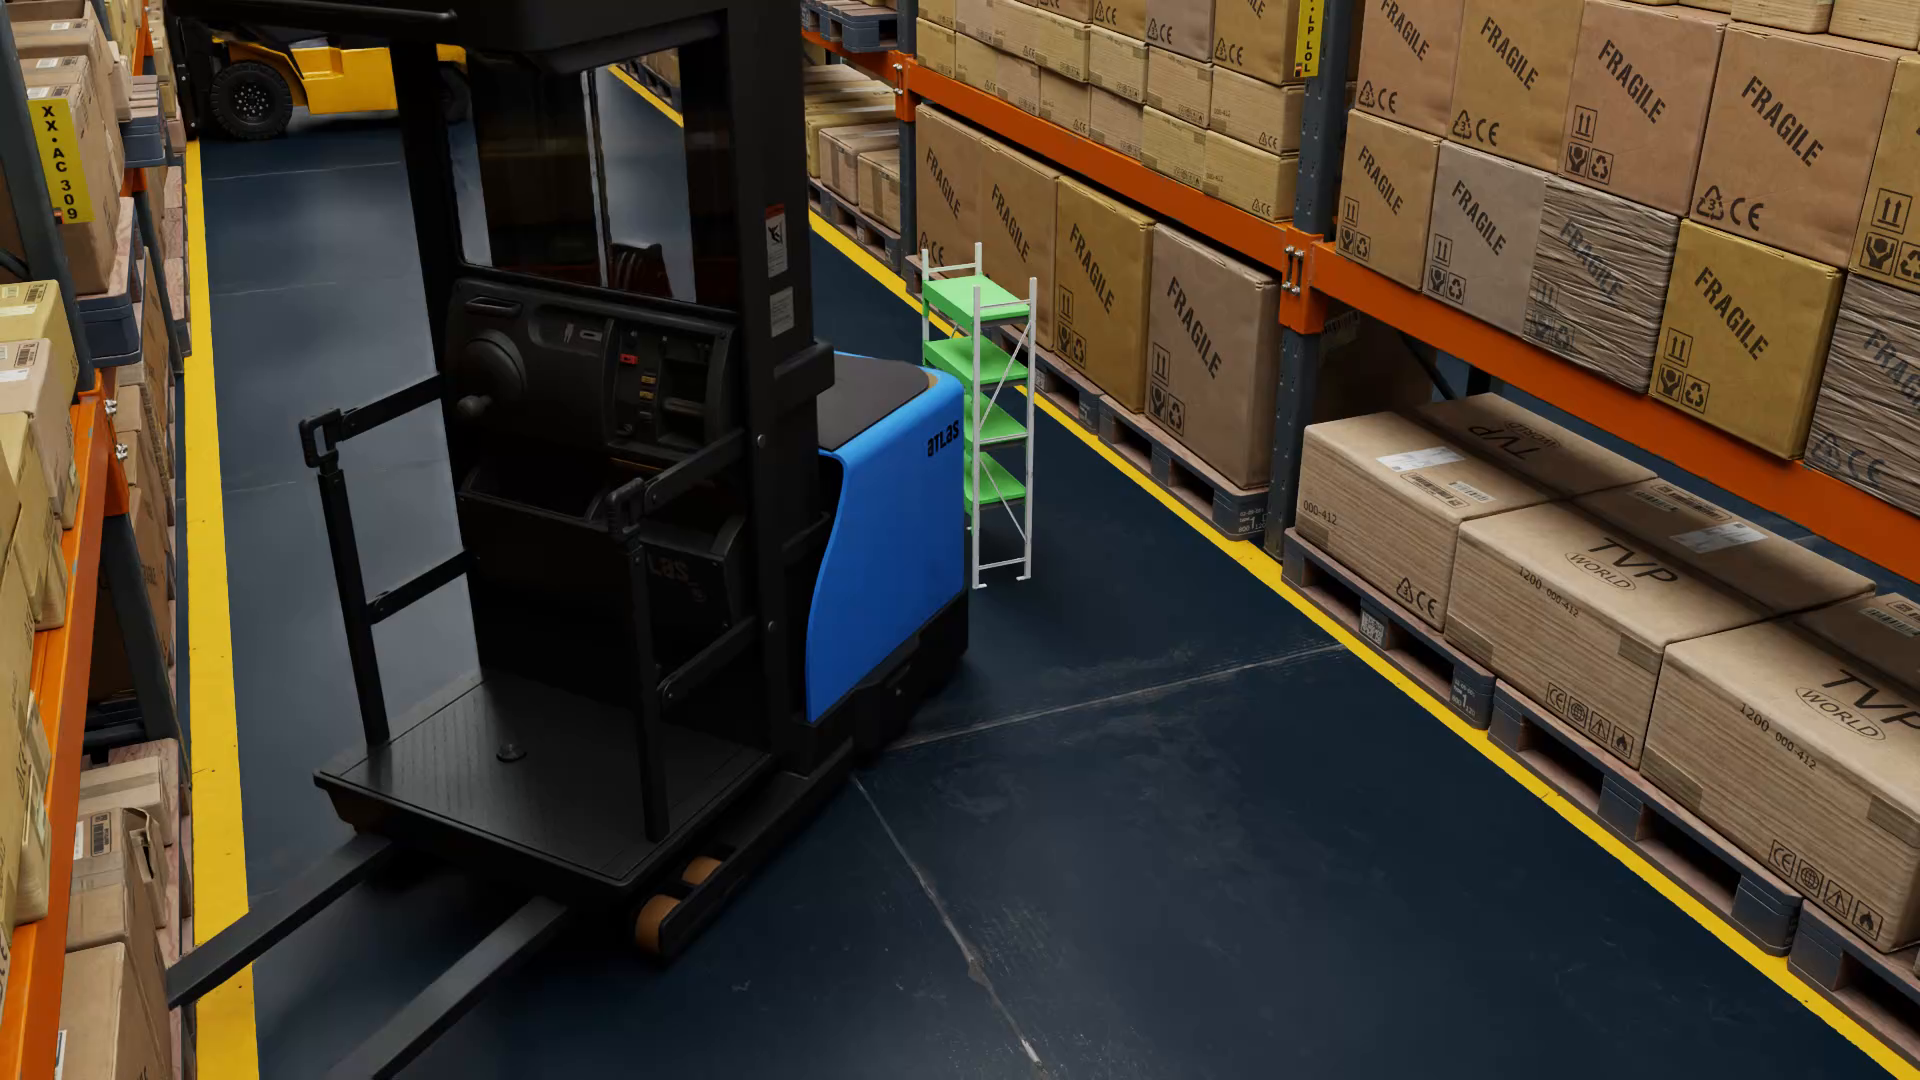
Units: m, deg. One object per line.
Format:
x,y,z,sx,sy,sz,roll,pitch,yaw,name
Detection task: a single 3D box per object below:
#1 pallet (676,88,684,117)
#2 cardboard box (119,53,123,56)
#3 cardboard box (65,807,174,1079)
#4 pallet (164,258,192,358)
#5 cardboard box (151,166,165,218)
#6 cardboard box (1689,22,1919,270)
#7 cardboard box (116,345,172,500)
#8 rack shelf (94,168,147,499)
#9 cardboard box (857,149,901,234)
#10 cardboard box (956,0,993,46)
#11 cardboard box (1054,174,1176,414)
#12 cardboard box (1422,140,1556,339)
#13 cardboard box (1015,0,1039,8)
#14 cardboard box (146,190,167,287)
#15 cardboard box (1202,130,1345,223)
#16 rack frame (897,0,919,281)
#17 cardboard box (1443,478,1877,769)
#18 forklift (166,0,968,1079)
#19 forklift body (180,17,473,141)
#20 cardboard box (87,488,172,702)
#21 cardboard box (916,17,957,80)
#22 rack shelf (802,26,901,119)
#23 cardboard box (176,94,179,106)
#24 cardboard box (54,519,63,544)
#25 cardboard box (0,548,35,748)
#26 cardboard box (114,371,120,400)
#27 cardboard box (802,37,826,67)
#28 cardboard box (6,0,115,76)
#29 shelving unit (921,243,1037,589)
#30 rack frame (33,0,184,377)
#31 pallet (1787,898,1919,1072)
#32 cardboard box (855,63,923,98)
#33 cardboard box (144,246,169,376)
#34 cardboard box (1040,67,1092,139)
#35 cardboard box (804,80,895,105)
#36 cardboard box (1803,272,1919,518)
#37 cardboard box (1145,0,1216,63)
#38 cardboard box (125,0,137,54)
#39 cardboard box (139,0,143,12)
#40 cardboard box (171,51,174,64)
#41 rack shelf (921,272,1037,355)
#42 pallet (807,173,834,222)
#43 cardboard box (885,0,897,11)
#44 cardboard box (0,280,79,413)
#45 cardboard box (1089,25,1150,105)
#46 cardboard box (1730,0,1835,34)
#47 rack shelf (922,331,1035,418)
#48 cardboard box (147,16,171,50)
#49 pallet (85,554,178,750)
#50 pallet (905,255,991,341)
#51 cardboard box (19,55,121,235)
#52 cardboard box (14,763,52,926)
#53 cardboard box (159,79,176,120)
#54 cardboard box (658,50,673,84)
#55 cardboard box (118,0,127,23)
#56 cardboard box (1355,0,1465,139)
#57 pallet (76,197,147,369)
-1.732,-3.607,13.897,1.003,0.211,1.213,-11,28,-21,pallet
-4.384,-2.279,8.171,0.500,0.250,0.500,-10,28,-20,cardboard box
-2.160,1.004,3.644,0.700,0.500,0.500,-12,28,-23,cardboard box
-4.722,-1.212,8.991,1.003,0.211,1.213,-11,28,-21,pallet
-5.490,-2.339,10.349,0.875,0.625,0.625,-11,28,-21,cardboard box
2.238,-1.008,4.142,0.500,0.500,0.500,-11,28,-21,cardboard box
-3.458,-0.436,6.595,0.500,0.500,0.500,-12,28,-22,cardboard box
-3.652,-0.995,6.189,1.077,0.370,4.000,-11,28,-21,rack shelf
-0.082,-2.218,10.390,0.950,0.372,0.625,-13,29,-24,cardboard box
0.303,-2.682,8.424,0.500,0.250,0.500,-10,28,-19,cardboard box
1.019,-1.199,7.730,0.875,0.875,0.875,-10,28,-19,cardboard box
1.833,-0.972,5.208,0.500,0.500,0.500,-10,28,-20,cardboard box
0.490,-2.823,7.860,0.500,0.500,0.500,-10,28,-19,cardboard box
-4.667,-1.502,8.634,0.875,0.625,0.625,-10,28,-19,cardboard box
1.289,-1.436,6.443,0.500,0.250,0.500,-11,28,-22,cardboard box
0.130,-2.980,9.435,1.000,3.000,0.127,-11,28,-21,rack frame
2.195,0.231,5.301,0.875,0.438,0.875,-11,28,-22,cardboard box
-1.103,-0.422,4.274,1.130,2.935,3.031,13,29,25,forklift
-5.147,-4.522,13.560,2.313,2.155,1.214,-11,28,-21,forklift body
-2.851,0.190,5.313,0.500,0.500,0.500,-9,28,-18,cardboard box
0.091,-2.672,8.975,0.500,0.250,0.500,-11,28,-21,cardboard box
-0.653,-3.464,11.246,1.077,0.370,4.000,-11,28,-21,rack shelf
-6.100,-3.148,12.434,0.500,0.250,0.500,-11,28,-22,cardboard box
-2.188,0.000,3.618,0.380,0.149,0.250,-10,28,-19,cardboard box
-1.851,0.198,2.758,0.500,0.250,0.500,-11,28,-22,cardboard box
-3.334,-0.575,6.139,0.380,0.149,0.250,-10,28,-19,cardboard box
-1.419,-4.170,13.672,0.500,0.500,0.500,-9,27,-18,cardboard box
-3.626,-1.734,6.286,0.797,0.503,0.637,-11,28,-22,cardboard box
0.065,-0.472,6.350,0.258,1.200,0.503,-11,28,-21,shelving unit
-4.435,-2.126,7.685,1.000,3.000,0.127,-11,28,-21,rack frame
2.878,1.193,4.066,1.003,0.211,1.213,-11,28,-21,pallet
-0.604,-4.139,14.655,0.500,0.500,0.500,8,27,15,cardboard box
-4.072,-1.057,7.867,0.500,0.500,0.500,-10,28,-19,cardboard box
0.704,-2.056,7.714,0.500,0.250,0.500,-11,28,-21,cardboard box
-0.944,-3.102,12.201,0.950,0.372,0.625,-9,27,-17,cardboard box
2.438,-0.356,3.946,0.500,0.500,0.500,-10,28,-19,cardboard box
1.081,-2.204,6.592,0.500,0.500,0.500,-10,28,-20,cardboard box
-4.986,-2.900,9.441,0.500,0.250,0.500,-10,28,-19,cardboard box
-5.564,-3.515,10.701,0.500,0.250,0.500,-10,28,-19,cardboard box
-6.490,-3.779,13.156,0.500,0.250,0.500,-11,28,-21,cardboard box
0.065,-0.846,6.167,0.258,0.148,0.480,-11,28,-21,rack shelf
-0.648,-2.535,11.701,1.003,0.211,1.213,-11,28,-21,pallet
-0.215,-3.148,9.586,0.380,0.149,0.250,-10,28,-19,cardboard box
-2.445,-0.414,4.010,0.500,0.250,0.500,-10,28,-19,cardboard box
0.889,-2.067,7.167,0.500,0.250,0.500,-10,28,-19,cardboard box
2.161,-1.361,4.126,0.380,0.149,0.250,-10,28,-20,cardboard box
0.065,-0.631,6.273,0.258,0.148,0.480,-11,28,-21,rack shelf
-6.299,-3.799,12.628,0.500,0.250,0.500,-10,28,-19,cardboard box
-3.222,0.420,5.649,1.003,0.211,1.213,-11,28,-21,pallet
0.370,-1.396,9.368,1.003,0.211,1.213,-11,28,-21,pallet
-3.055,-1.187,5.170,0.700,0.500,0.500,-10,28,-20,cardboard box
-1.638,0.508,2.576,0.380,0.149,0.250,-11,28,-22,cardboard box
-5.907,-3.167,11.902,0.500,0.250,0.500,-11,28,-21,cardboard box
-2.328,-4.160,14.506,0.500,0.250,0.500,-10,28,-20,cardboard box
-4.768,-2.921,8.915,0.500,0.250,0.500,-11,28,-22,cardboard box
1.660,-1.626,5.407,0.500,0.500,0.500,-10,28,-20,cardboard box
-3.081,-0.766,5.119,1.003,0.211,1.213,-11,28,-21,pallet
